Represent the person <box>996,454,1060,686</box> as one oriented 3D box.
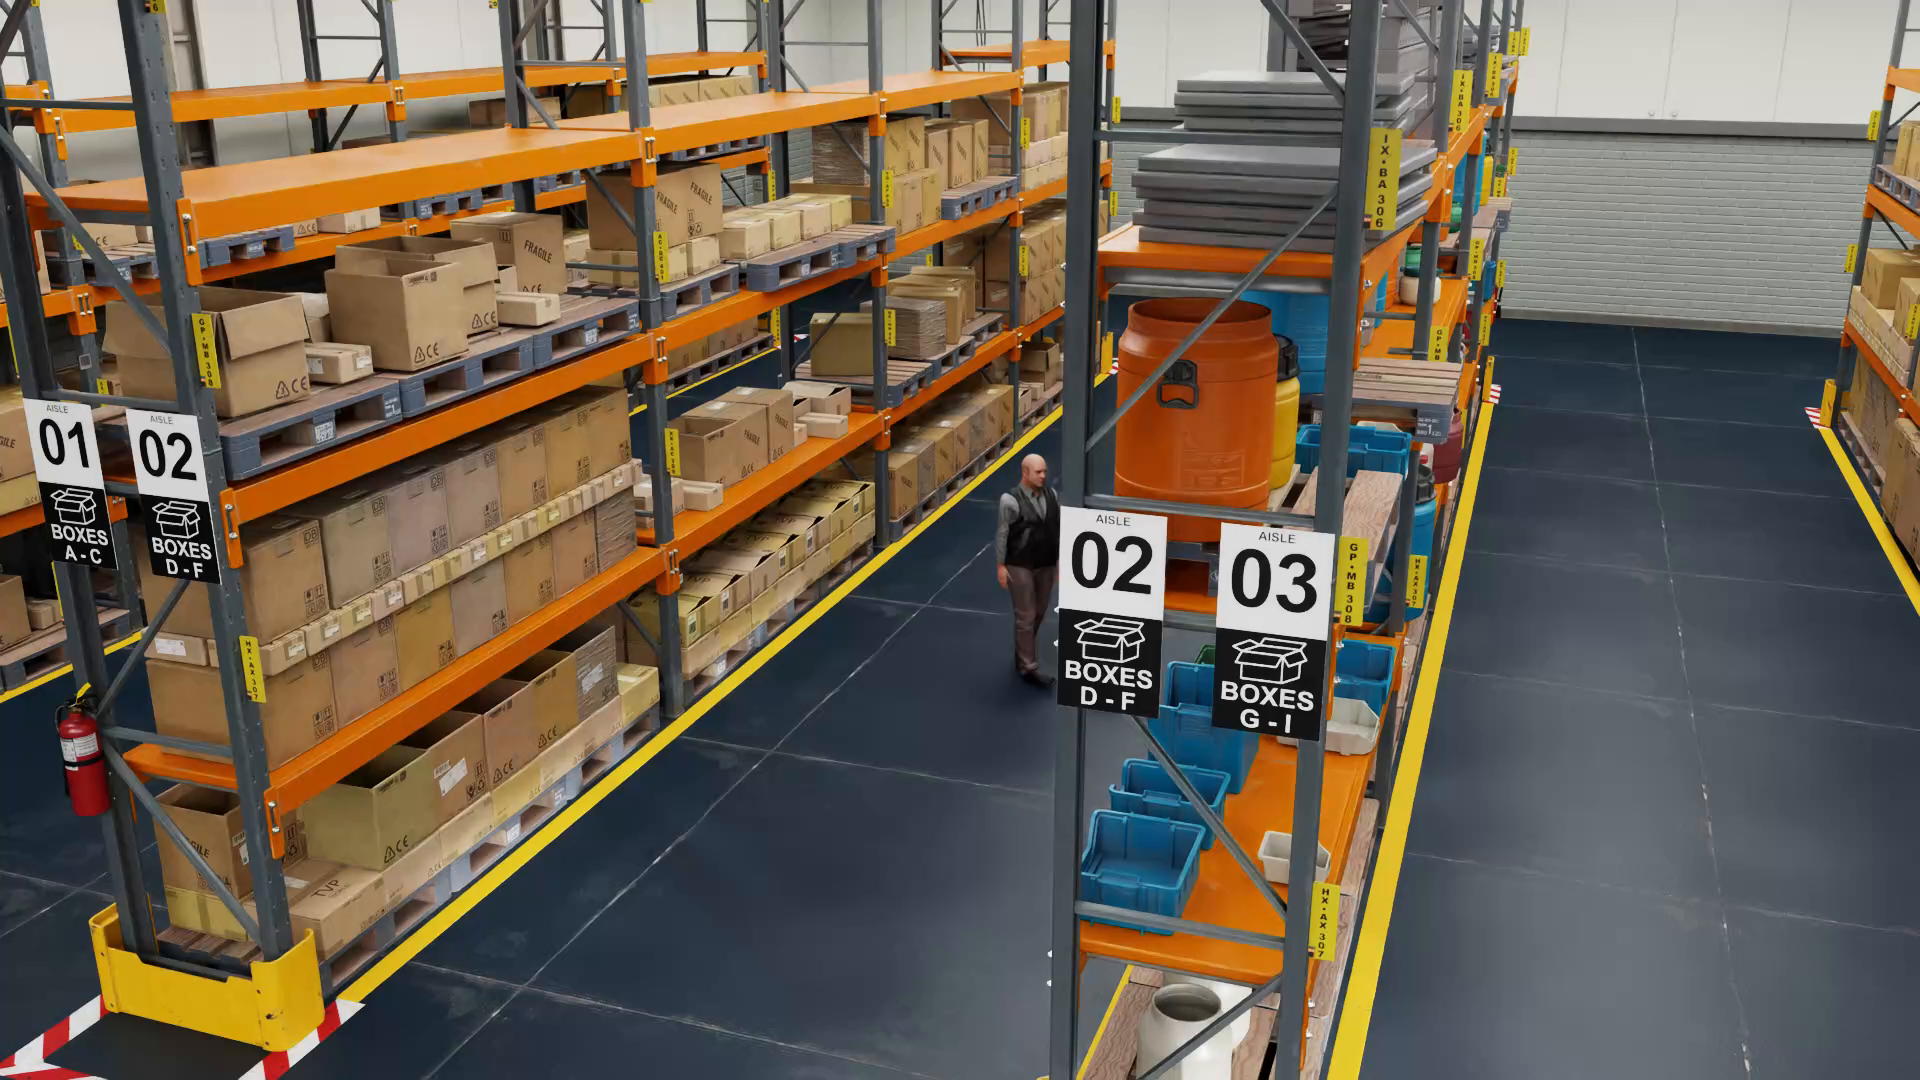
[{"bbox_3d":[0.555,0.207,12.425,0.546,1.726,0.672,-11,22,-30],"label":"person"}]
